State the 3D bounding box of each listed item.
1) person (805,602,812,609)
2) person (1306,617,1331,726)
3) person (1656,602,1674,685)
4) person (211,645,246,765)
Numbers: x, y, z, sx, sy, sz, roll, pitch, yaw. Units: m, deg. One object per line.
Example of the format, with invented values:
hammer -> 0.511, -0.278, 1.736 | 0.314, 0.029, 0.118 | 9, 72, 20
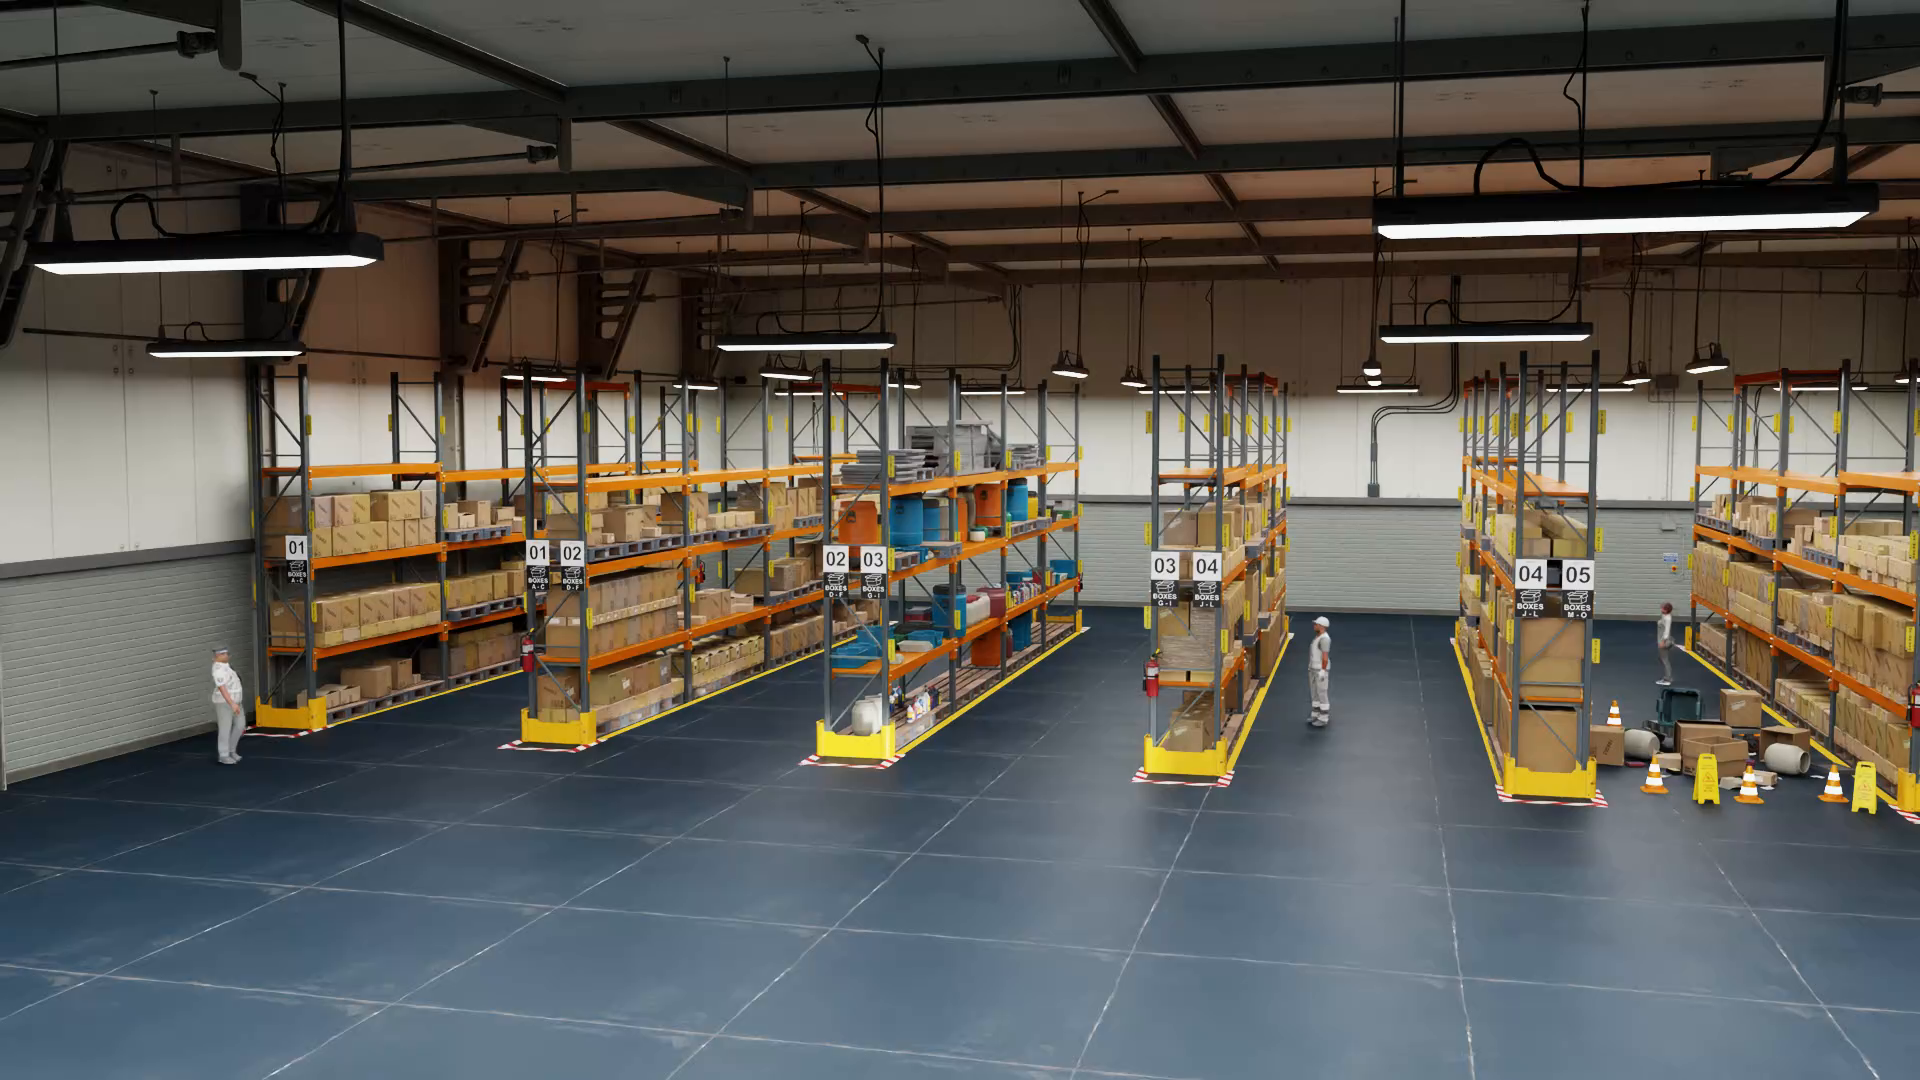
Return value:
person -> -4.061, 1.155, 43.951 | 0.424, 1.610, 0.996 | 1, 4, 16
person -> 6.005, 2.180, 27.849 | 0.408, 1.796, 0.594 | -1, 4, -13
person -> 13.591, 2.015, 32.110 | 0.361, 1.636, 0.448 | 3, 5, 41
person -> -10.843, 2.441, 24.686 | 0.571, 1.784, 0.605 | 0, 4, 6
